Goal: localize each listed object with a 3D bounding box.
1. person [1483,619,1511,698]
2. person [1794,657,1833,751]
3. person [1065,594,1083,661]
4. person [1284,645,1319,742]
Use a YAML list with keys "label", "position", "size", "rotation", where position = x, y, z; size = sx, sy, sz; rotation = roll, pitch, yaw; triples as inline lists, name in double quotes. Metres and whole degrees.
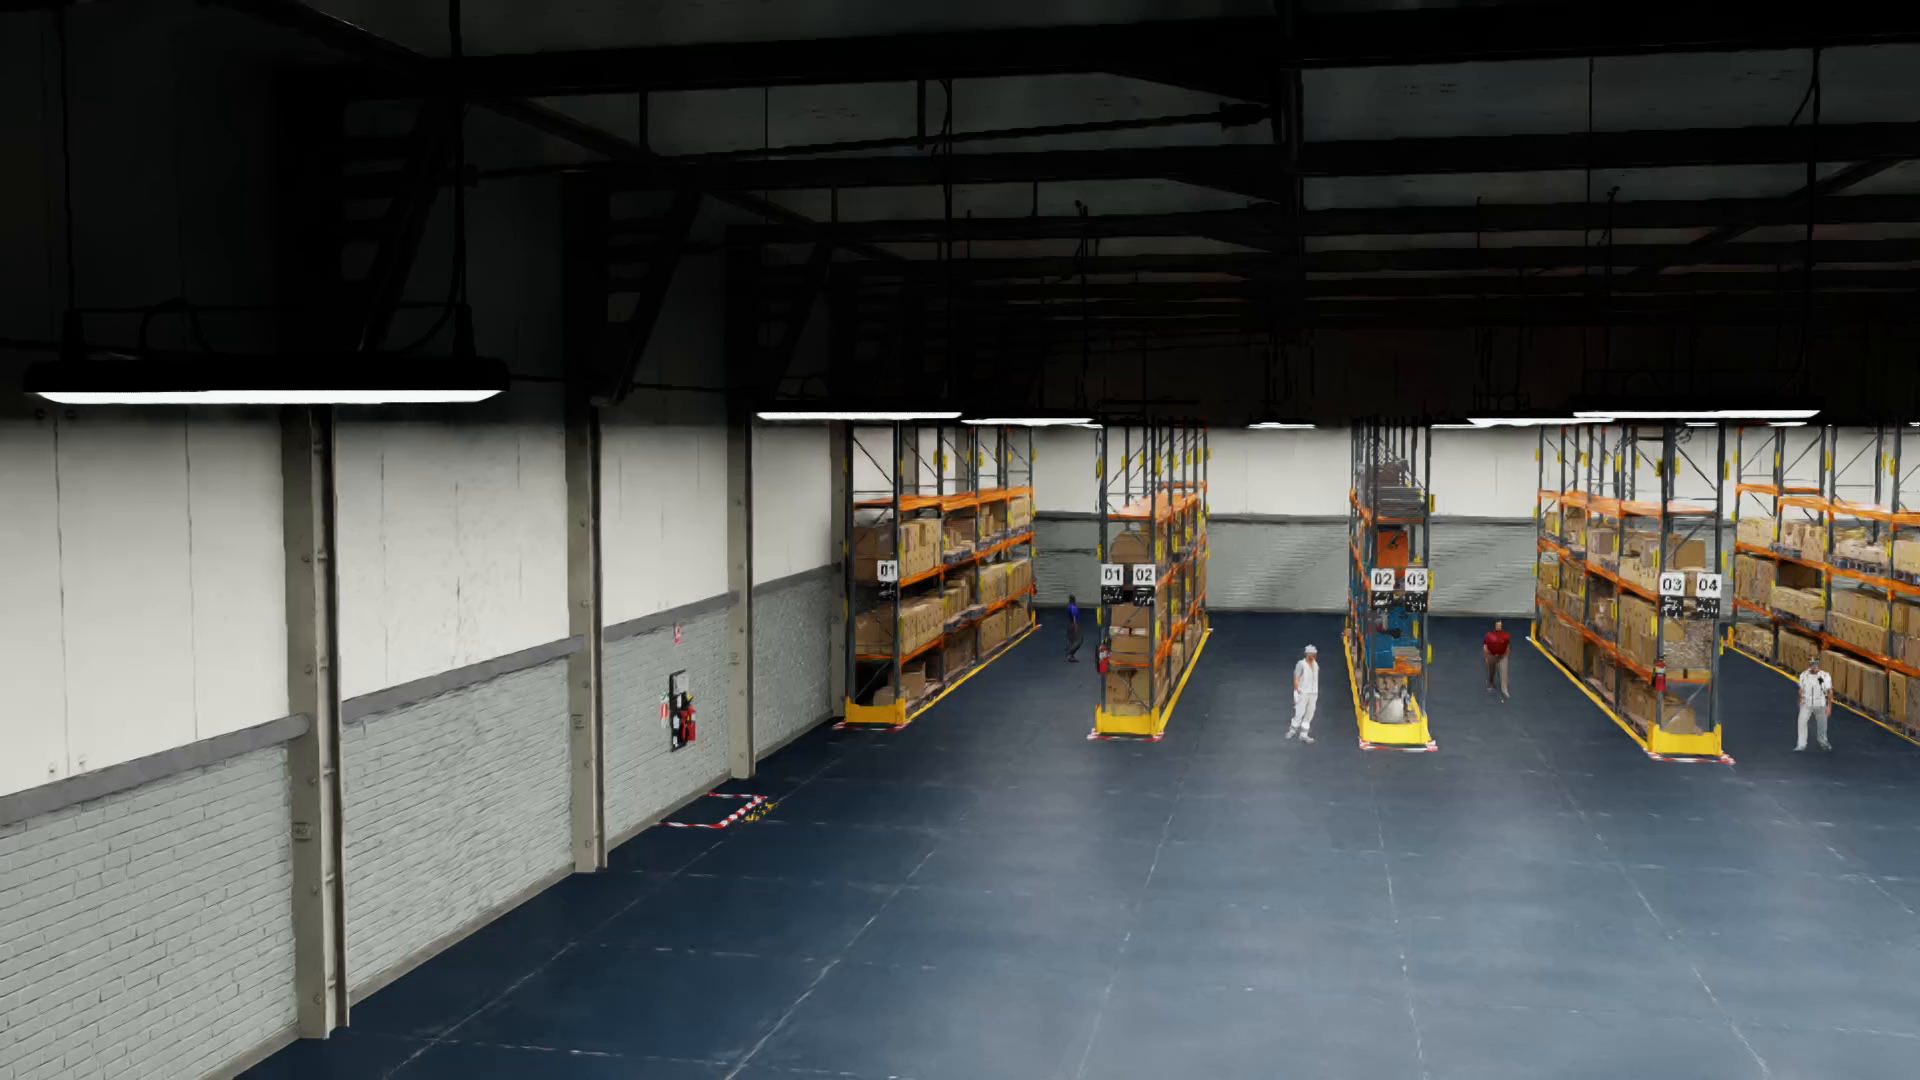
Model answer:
- label: "person"
  position: [11.464, 2.511, 35.533]
  size: [0.547, 1.641, 1.115]
  rotation: [1, 4, 10]
- label: "person"
  position: [15.198, 2.902, 29.579]
  size: [0.581, 1.707, 0.982]
  rotation: [3, 5, 34]
- label: "person"
  position: [2.782, 2.168, 40.983]
  size: [0.395, 1.656, 0.501]
  rotation: [-1, 4, -16]
- label: "person"
  position: [6.275, 2.803, 30.363]
  size: [0.661, 1.781, 0.472]
  rotation: [-2, 4, -28]
